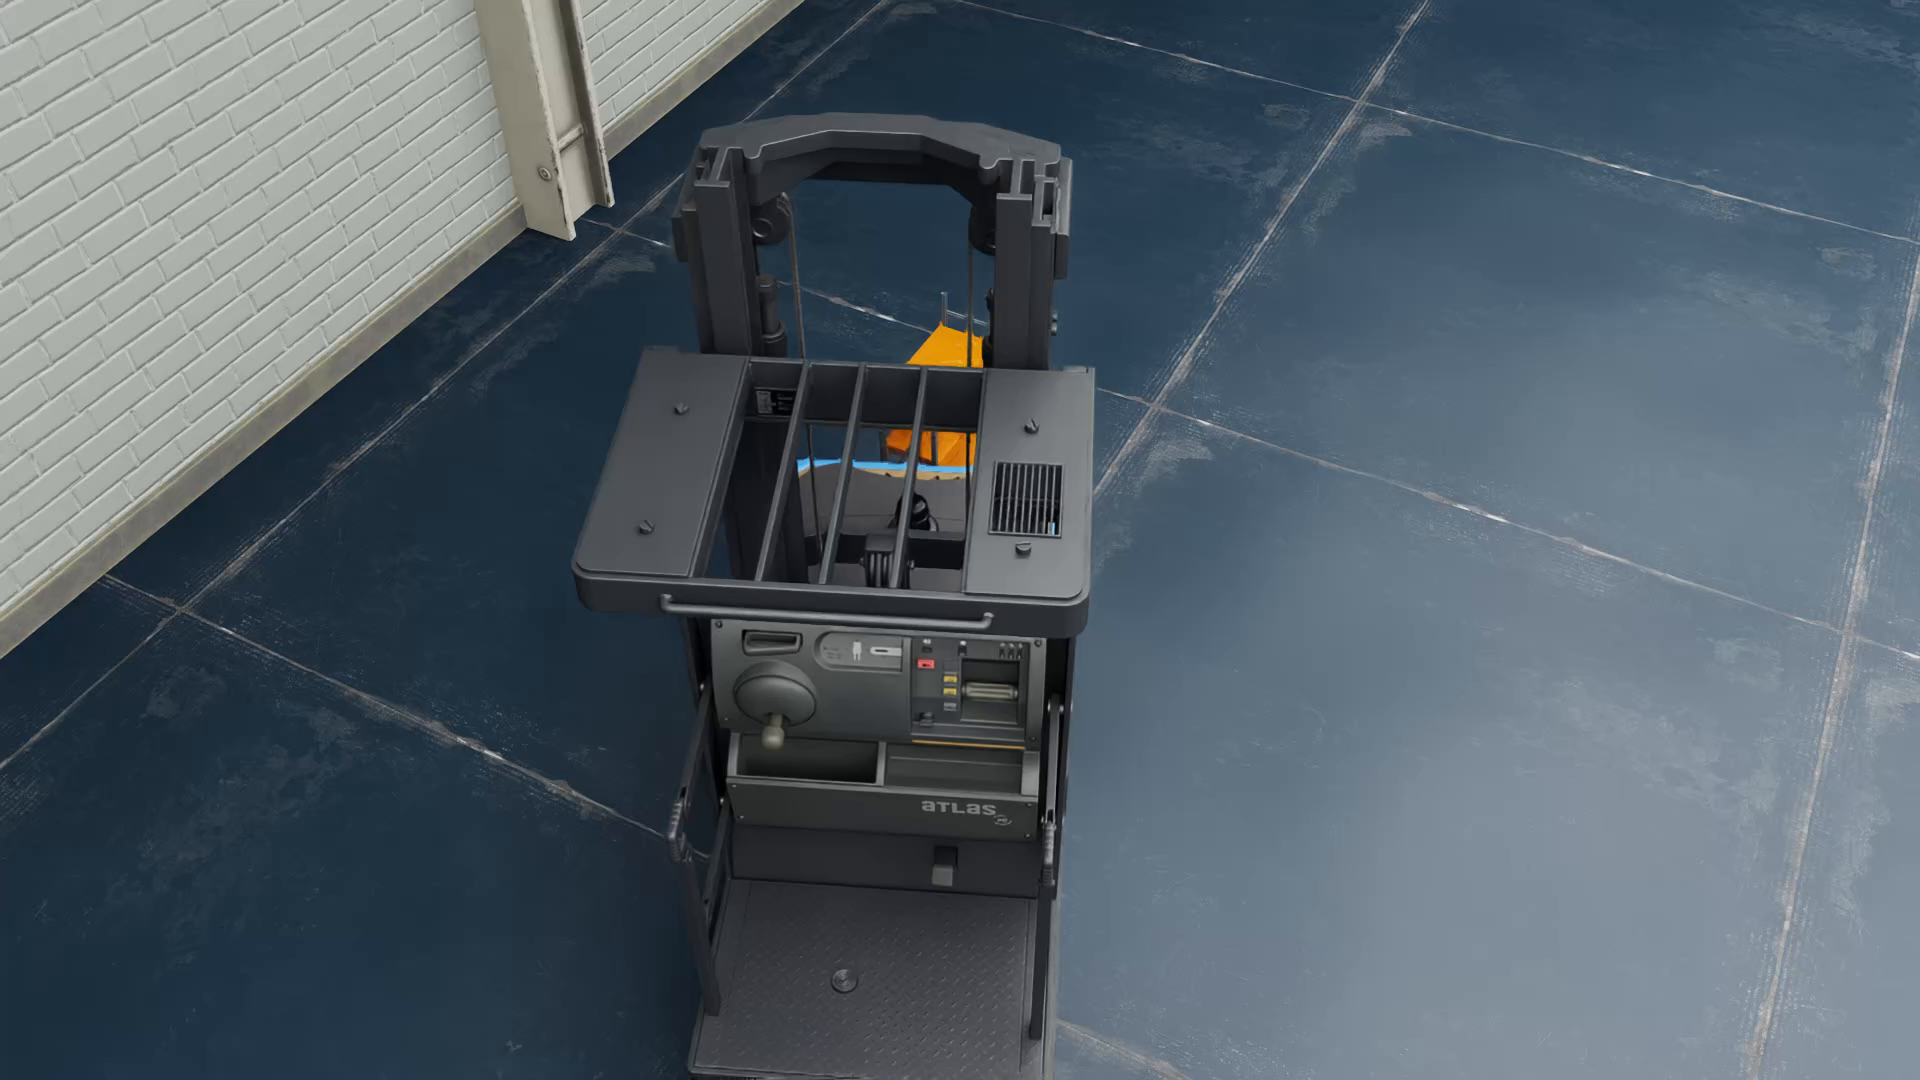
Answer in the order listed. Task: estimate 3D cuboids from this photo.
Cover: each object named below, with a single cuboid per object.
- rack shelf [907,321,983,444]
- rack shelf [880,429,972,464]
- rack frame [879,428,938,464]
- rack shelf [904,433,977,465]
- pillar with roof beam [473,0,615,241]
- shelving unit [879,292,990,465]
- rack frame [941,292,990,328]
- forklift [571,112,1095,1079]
[{"bbox_3d":[-0.077,-0.594,6.221,0.258,0.148,0.480,20,49,19],"label":"rack shelf"},{"bbox_3d":[-0.077,-0.427,6.389,0.258,0.148,0.480,20,49,19],"label":"rack shelf"},{"bbox_3d":[-0.190,-0.164,6.348,0.240,1.200,0.015,20,49,19],"label":"rack frame"},{"bbox_3d":[-0.077,-0.270,6.548,0.258,0.148,0.480,20,49,19],"label":"rack shelf"},{"bbox_3d":[1.765,-3.453,4.116,9.100,9.000,0.400,20,49,19],"label":"pillar with roof beam"},{"bbox_3d":[-0.077,-0.317,6.500,0.258,1.200,0.503,20,49,19],"label":"shelving unit"},{"bbox_3d":[0.036,-0.471,6.652,0.240,1.200,0.015,20,49,19],"label":"rack frame"},{"bbox_3d":[-0.242,0.499,4.476,1.130,2.935,3.031,3,45,3],"label":"forklift"}]
